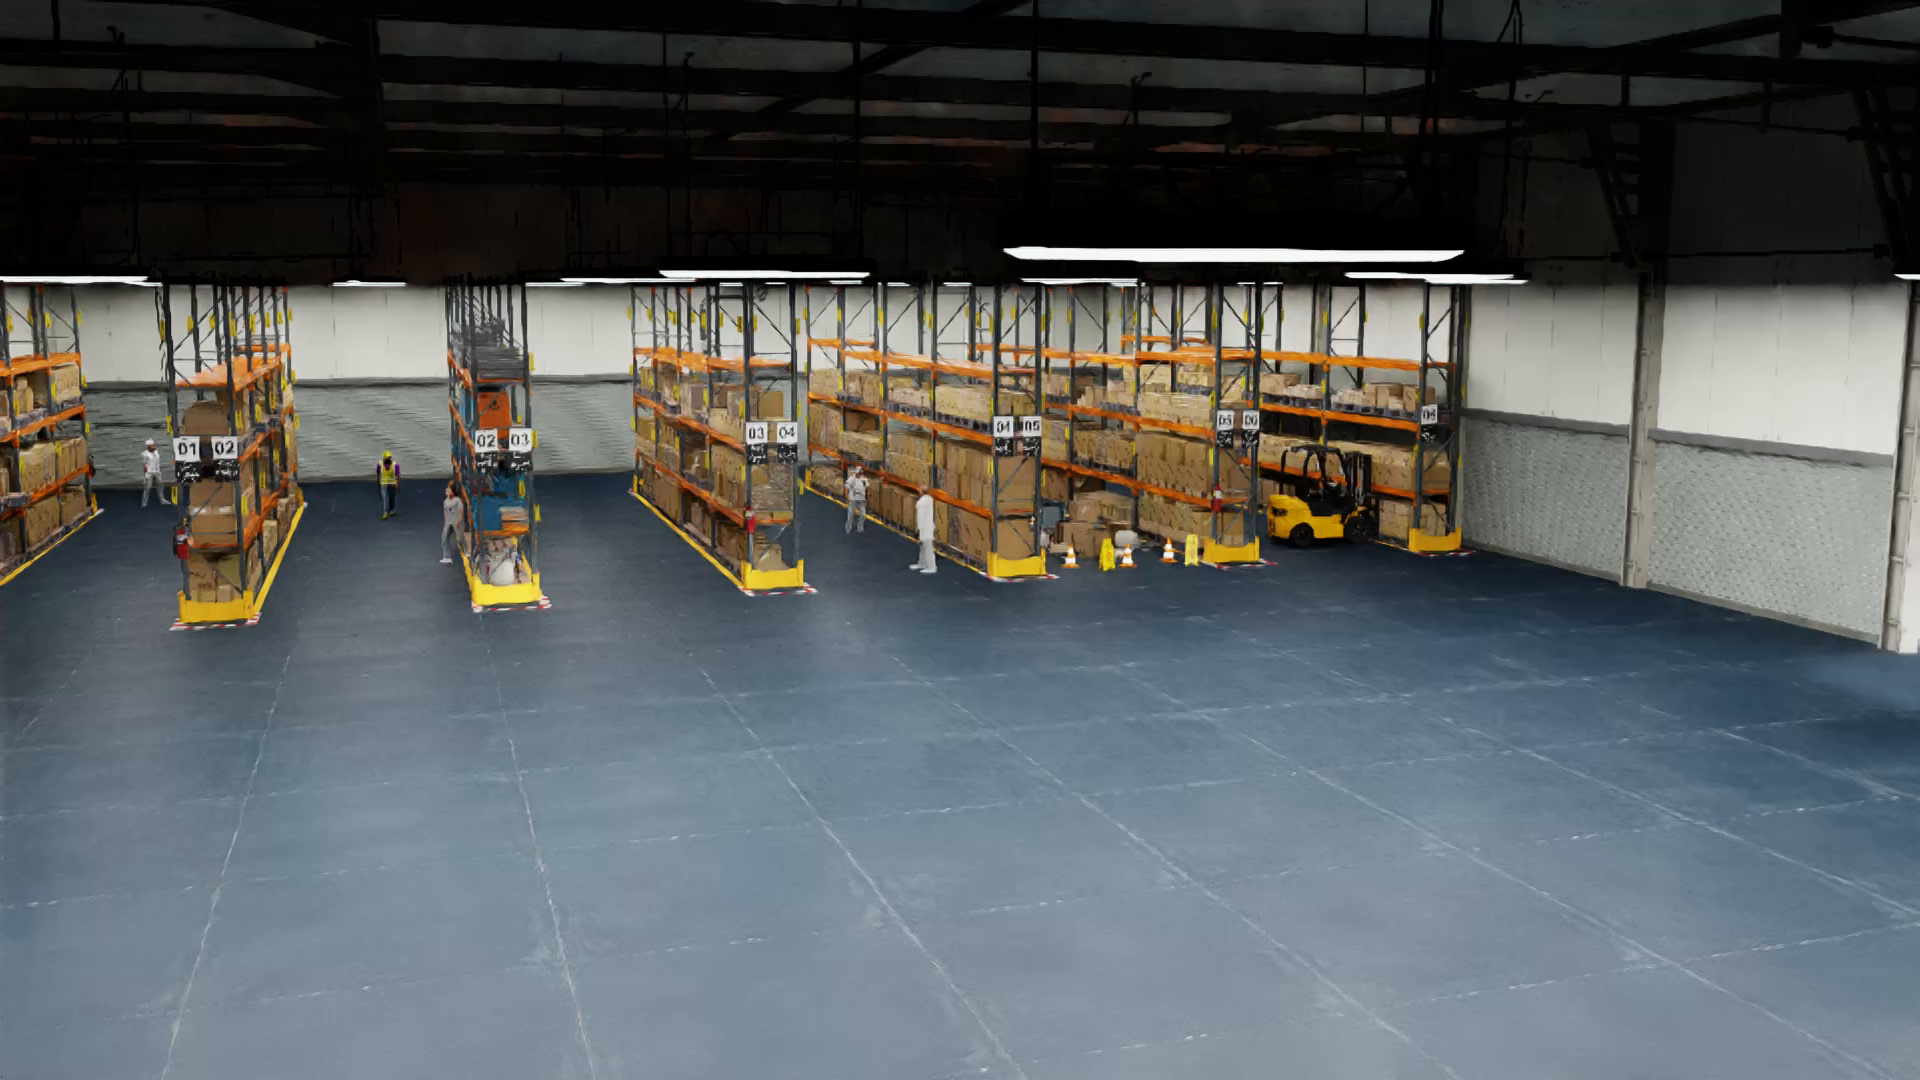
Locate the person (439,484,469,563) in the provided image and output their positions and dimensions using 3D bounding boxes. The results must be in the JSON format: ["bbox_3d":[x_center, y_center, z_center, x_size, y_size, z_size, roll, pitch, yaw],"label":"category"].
[{"bbox_3d":[-10.654,-0.361,35.041,0.515,1.634,0.686,2,9,14],"label":"person"}]

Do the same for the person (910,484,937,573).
[{"bbox_3d":[-0.750,-0.253,33.748,0.636,1.775,0.677,2,9,14],"label":"person"}]

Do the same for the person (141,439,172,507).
[{"bbox_3d":[-21.269,-1.778,43.855,0.529,1.774,0.718,2,9,14],"label":"person"}]

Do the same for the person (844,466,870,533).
[{"bbox_3d":[-2.413,-0.945,39.051,0.625,1.611,0.582,-3,9,-20],"label":"person"}]

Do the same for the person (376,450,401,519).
[{"bbox_3d":[-14.354,-1.419,41.793,0.575,1.689,1.128,-3,9,-21],"label":"person"}]
